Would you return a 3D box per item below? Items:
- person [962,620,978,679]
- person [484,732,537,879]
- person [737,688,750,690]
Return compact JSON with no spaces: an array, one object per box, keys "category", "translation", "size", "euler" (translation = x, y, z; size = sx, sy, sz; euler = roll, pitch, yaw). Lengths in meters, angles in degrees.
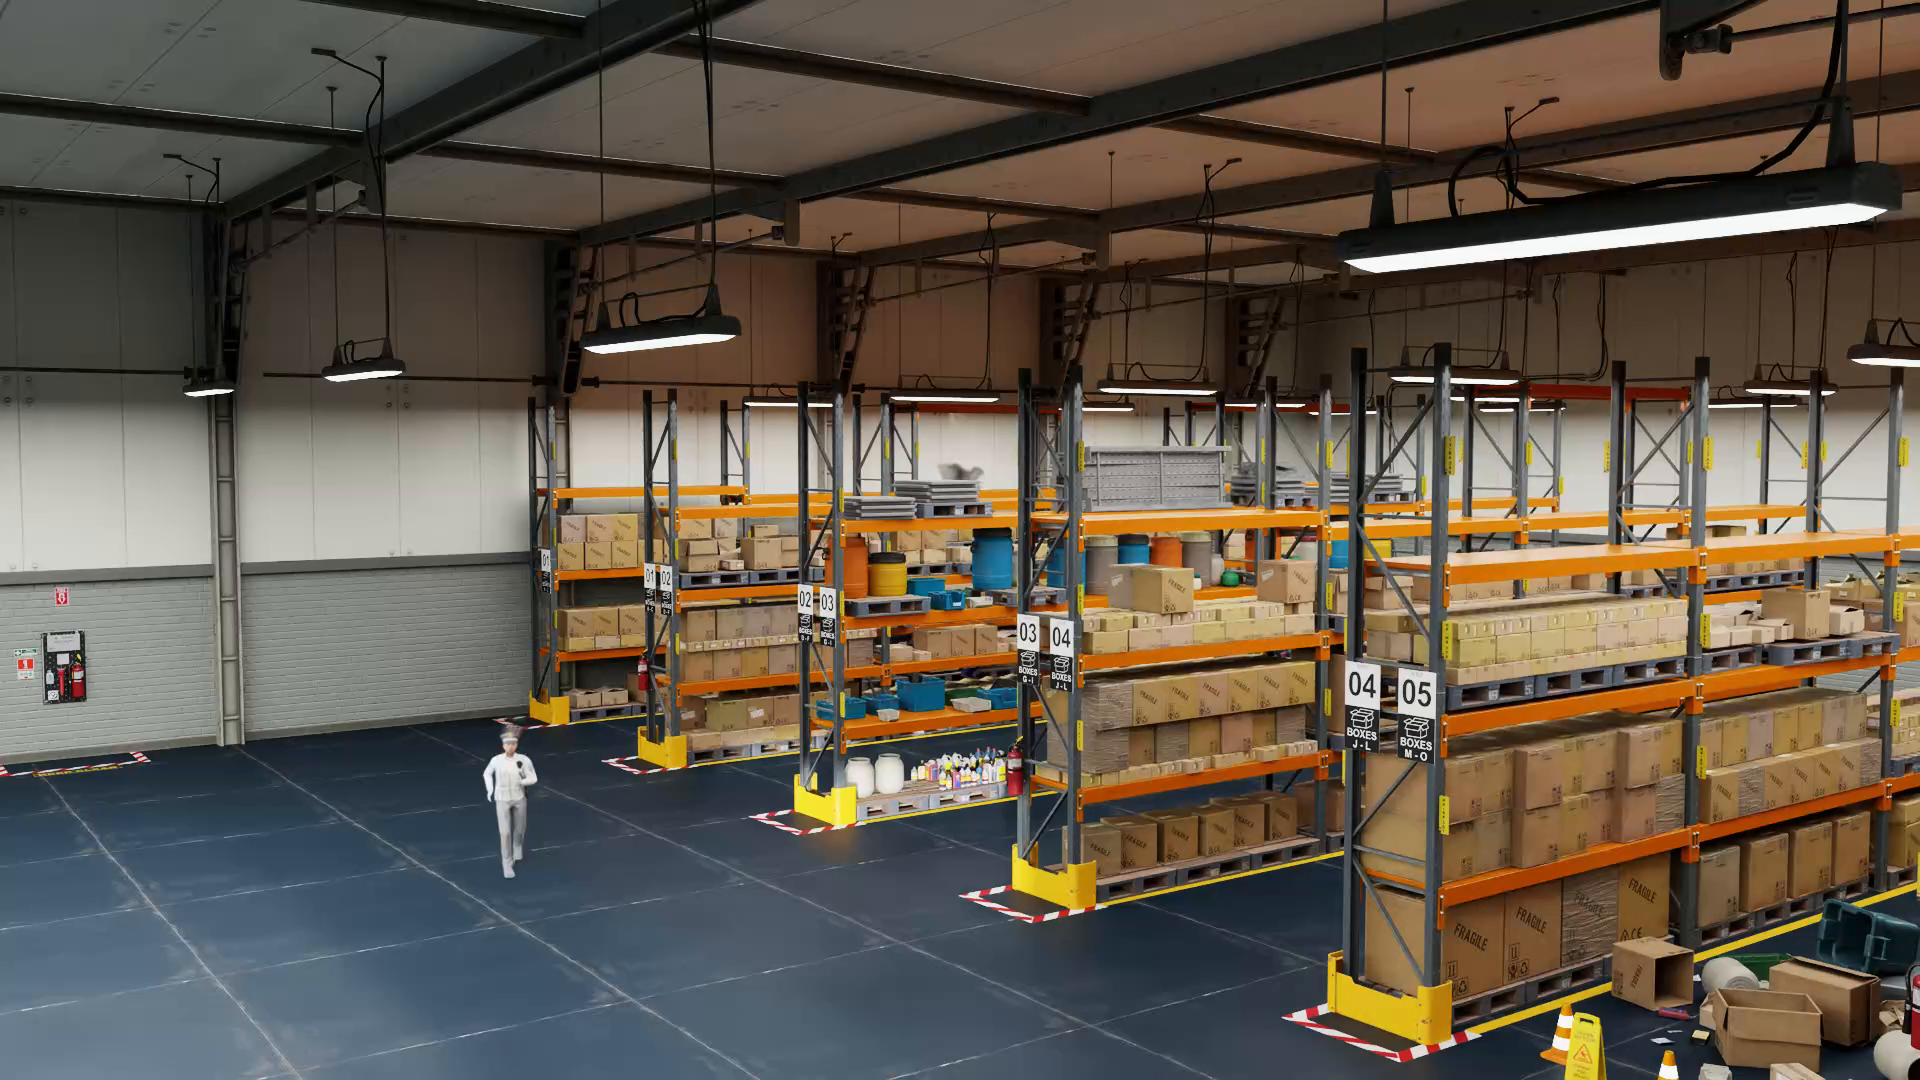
[{"category":"person","translation":[0.207,2.419,32.967],"size":[0.691,1.692,0.619],"euler":[-3,4,-37]},{"category":"person","translation":[-5.379,3.122,19.920],"size":[0.614,1.676,0.918],"euler":[-1,4,-17]},{"category":"person","translation":[-3.873,2.620,29.844],"size":[0.868,1.632,0.568],"euler":[-3,5,-43]}]
